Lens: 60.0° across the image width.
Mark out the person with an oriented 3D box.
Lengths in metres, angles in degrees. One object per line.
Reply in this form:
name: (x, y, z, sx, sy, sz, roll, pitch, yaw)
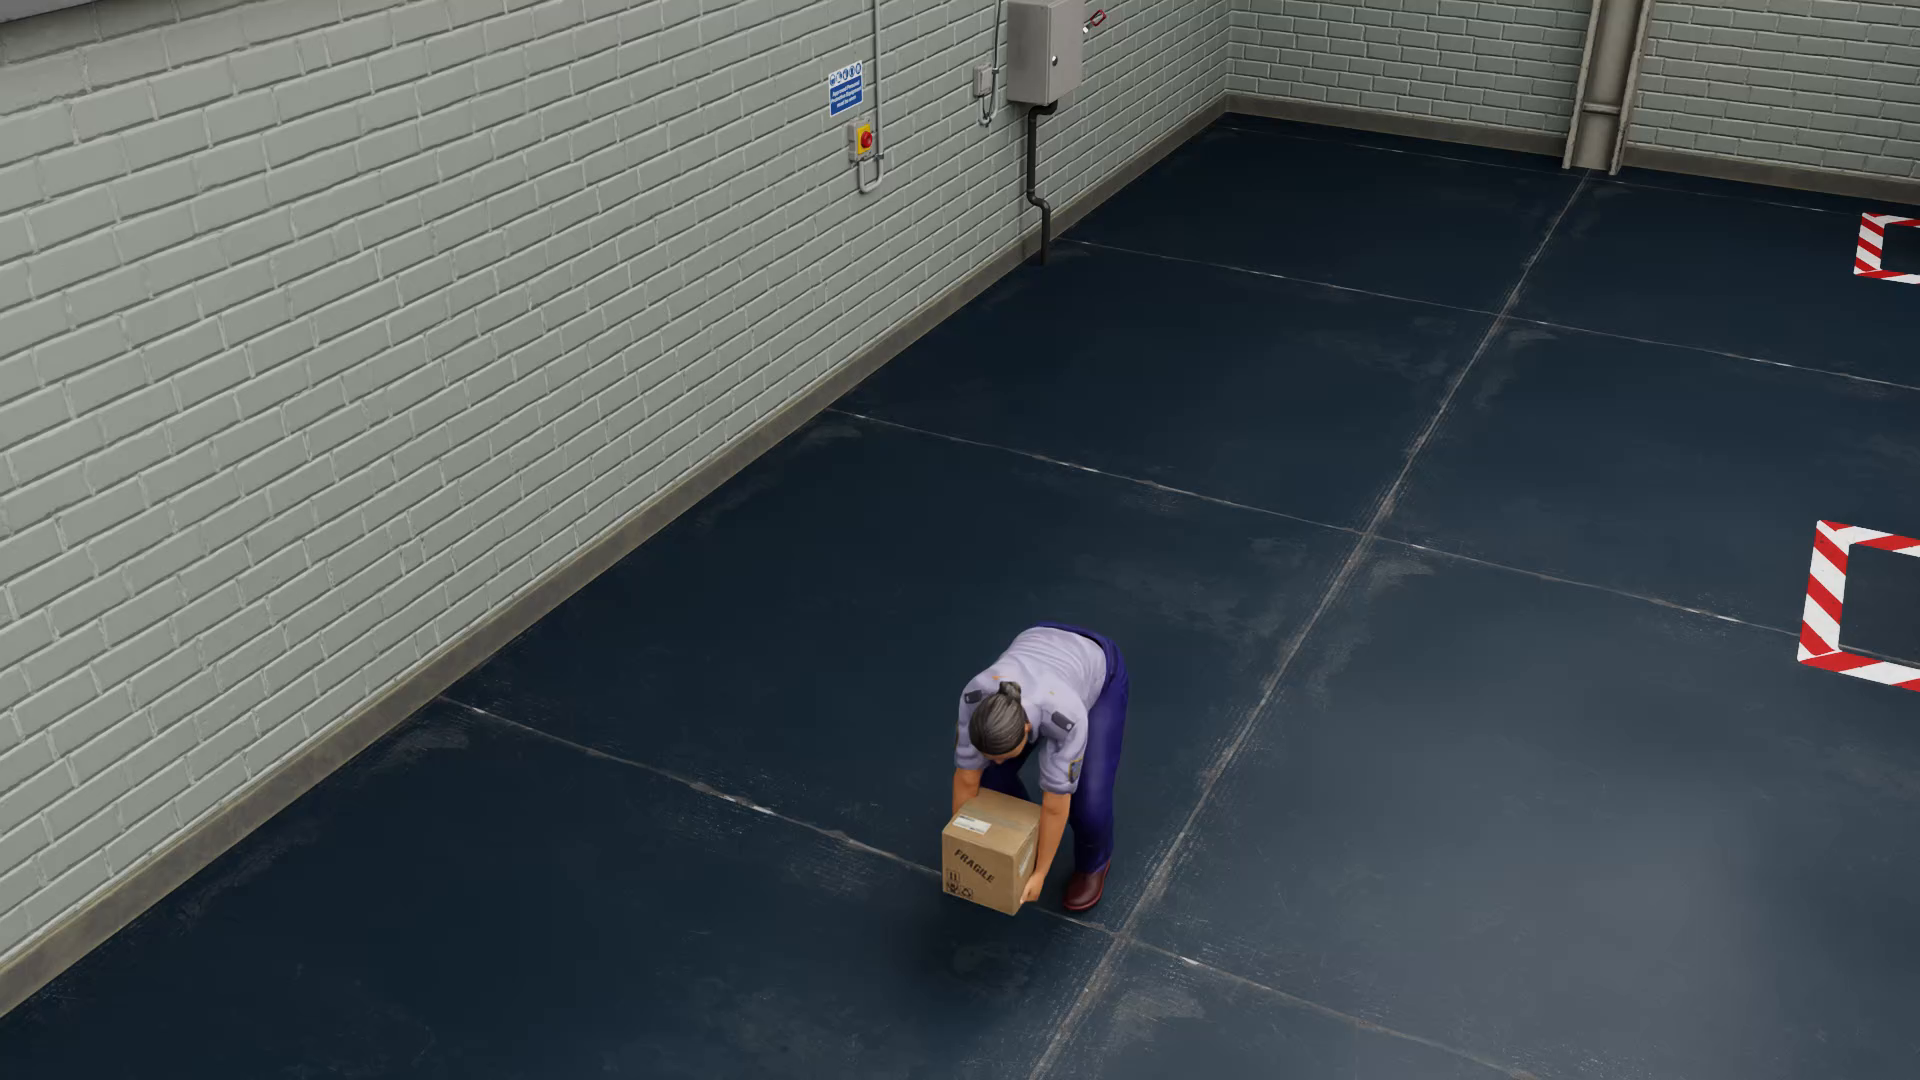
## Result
person: (0.242, 0.769, 5.389, 0.502, 1.085, 0.885, 13, 33, 21)
